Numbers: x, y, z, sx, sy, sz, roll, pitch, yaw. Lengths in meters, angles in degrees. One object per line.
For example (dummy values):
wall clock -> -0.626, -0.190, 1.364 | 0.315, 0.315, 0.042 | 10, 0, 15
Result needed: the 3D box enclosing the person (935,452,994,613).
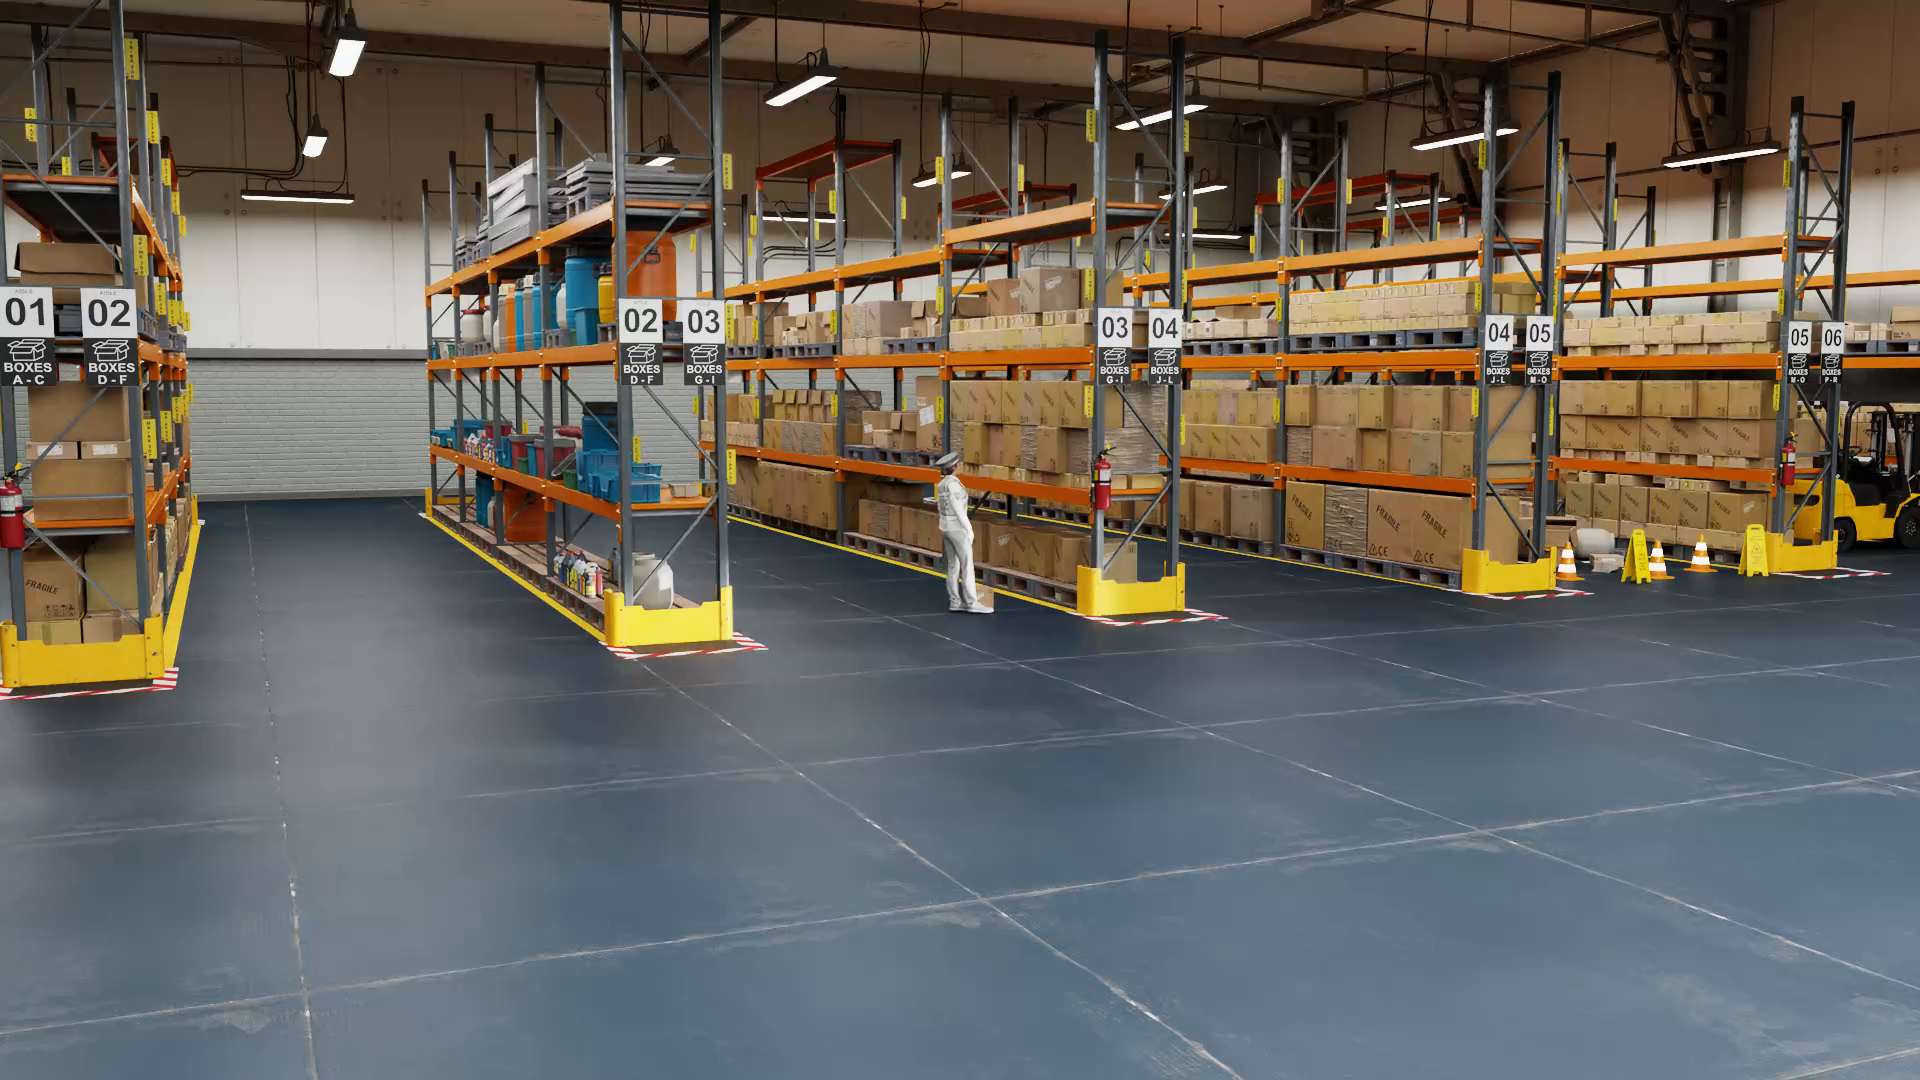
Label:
person -> 0.015, -0.088, 17.652 | 0.534, 1.697, 0.587 | -2, 6, -24
